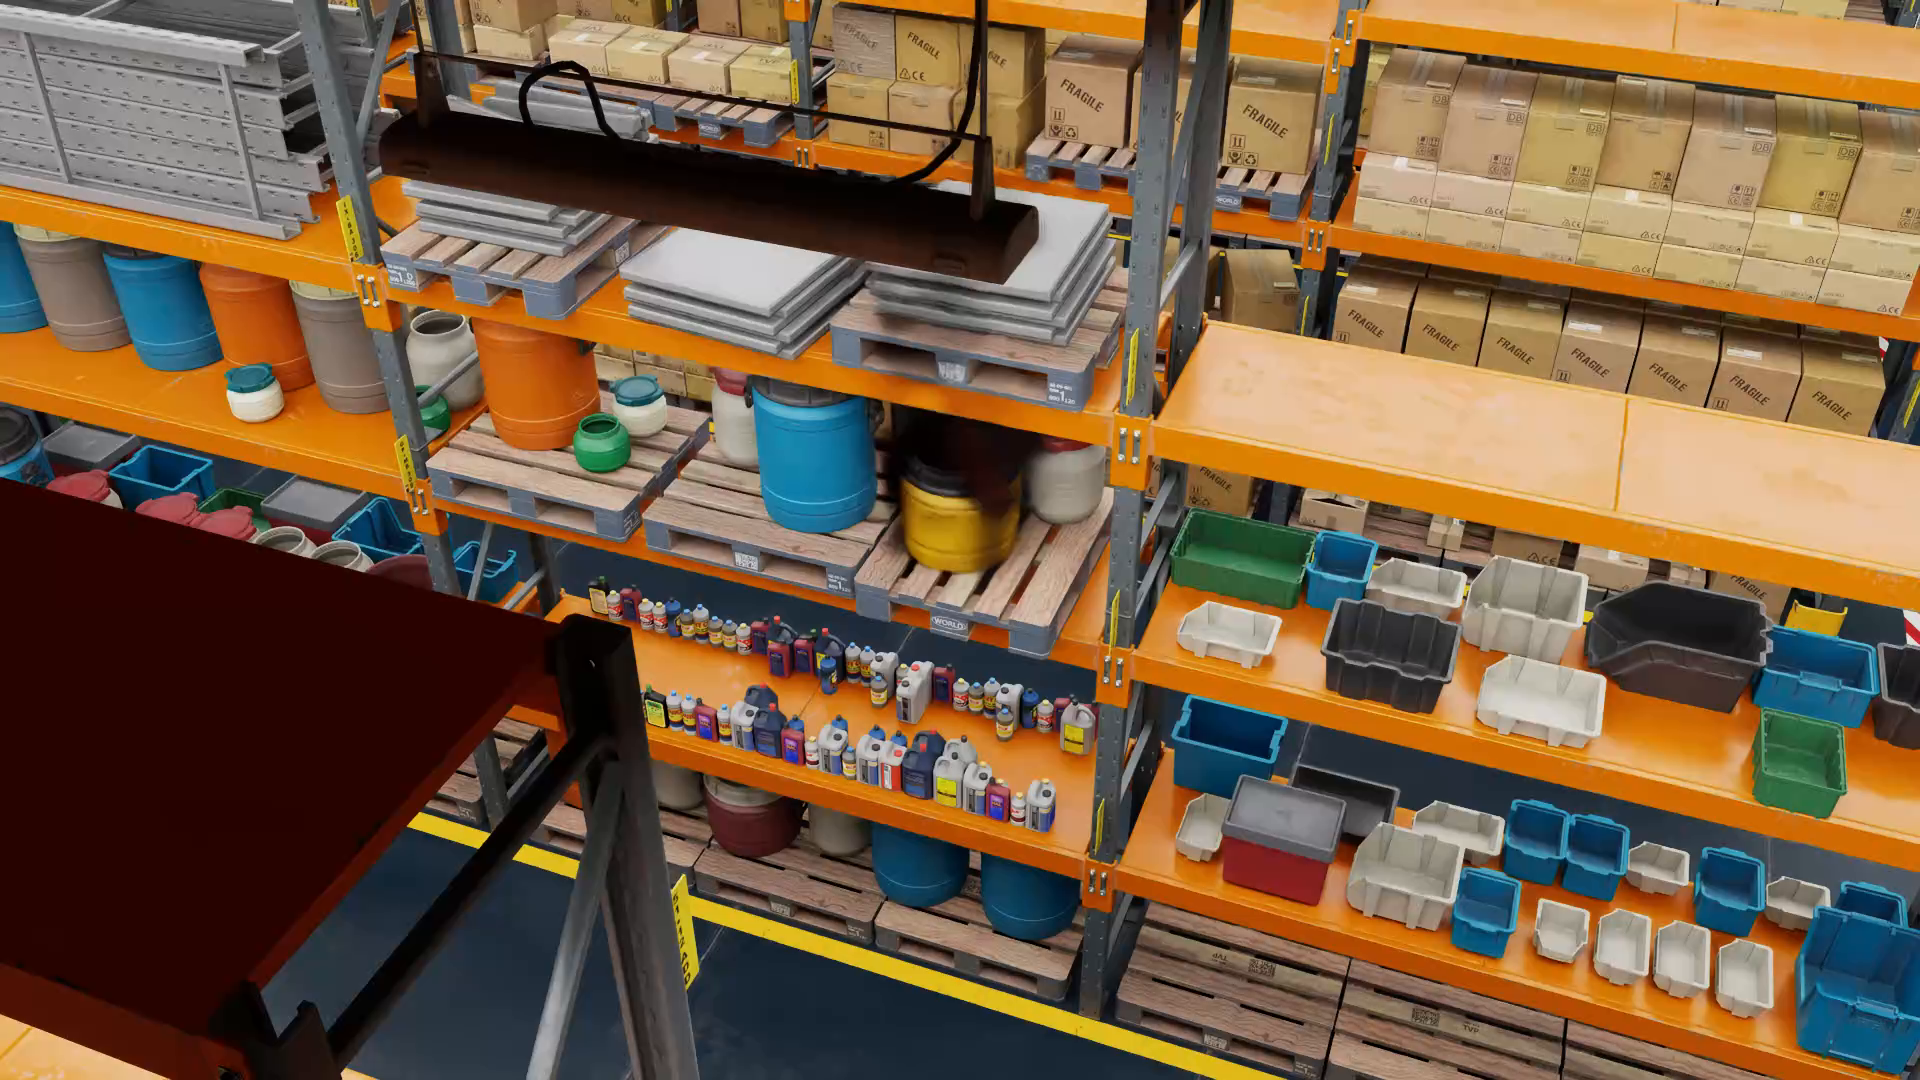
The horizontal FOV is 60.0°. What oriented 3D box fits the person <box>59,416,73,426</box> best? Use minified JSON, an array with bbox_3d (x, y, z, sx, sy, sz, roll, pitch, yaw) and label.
[{"bbox_3d":[-7.303,-1.169,13.506,0.872,1.778,0.655,16,39,21],"label":"person"}]
